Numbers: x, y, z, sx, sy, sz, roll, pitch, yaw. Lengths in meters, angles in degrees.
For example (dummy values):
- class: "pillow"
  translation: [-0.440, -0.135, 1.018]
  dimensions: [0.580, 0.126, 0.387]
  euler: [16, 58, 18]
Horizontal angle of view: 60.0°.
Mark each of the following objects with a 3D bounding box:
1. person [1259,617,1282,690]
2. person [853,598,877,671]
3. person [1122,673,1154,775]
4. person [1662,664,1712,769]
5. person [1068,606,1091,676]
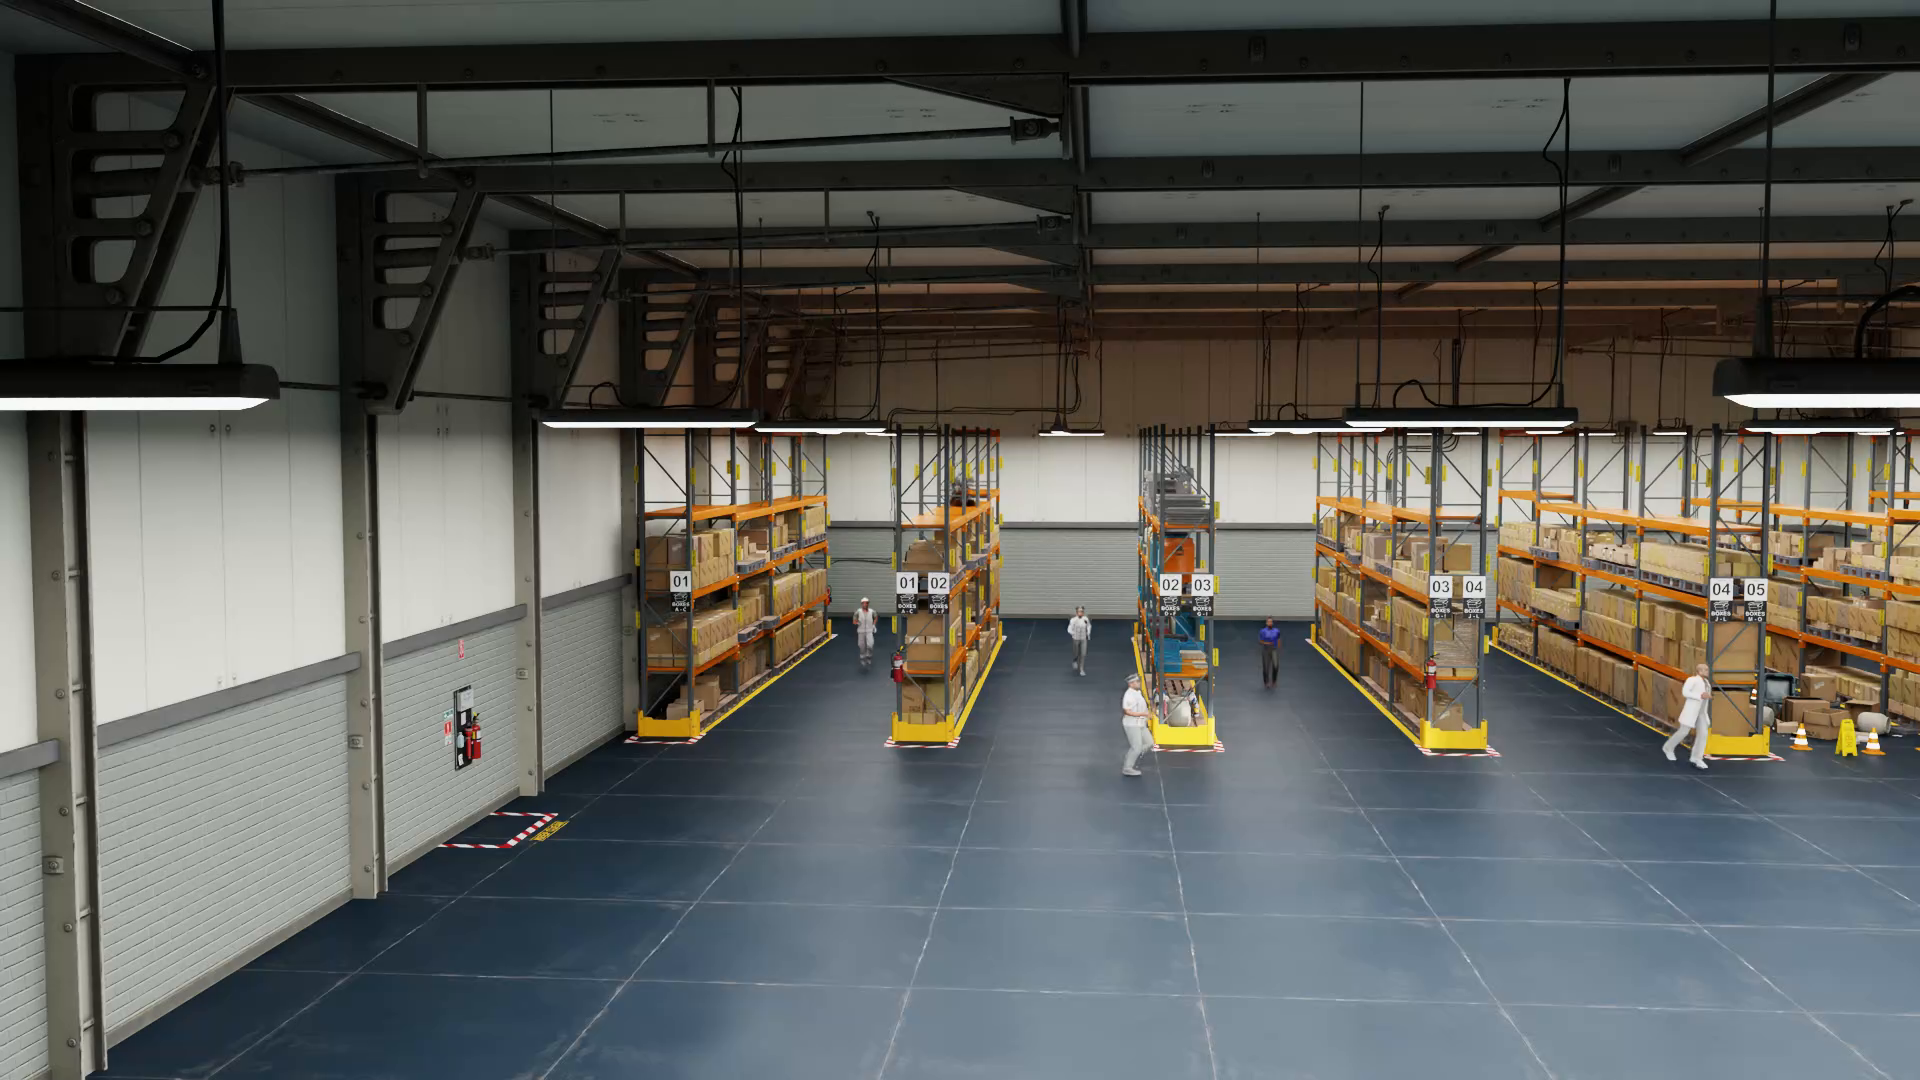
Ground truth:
- class: "person"
  translation: [7.085, 2.594, 37.902]
  dimensions: [0.544, 1.664, 0.688]
  euler: [0, 3, 2]
- class: "person"
  translation: [-2.342, 2.335, 41.192]
  dimensions: [0.608, 1.816, 0.747]
  euler: [0, 3, -4]
- class: "person"
  translation: [3.039, 3.125, 28.231]
  dimensions: [0.602, 1.744, 0.650]
  euler: [2, 4, 27]
- class: "person"
  translation: [12.962, 3.058, 29.281]
  dimensions: [0.714, 1.775, 0.967]
  euler: [-1, 4, -22]
- class: "person"
  translation: [2.911, 2.422, 40.423]
  dimensions: [0.600, 1.681, 0.892]
  euler: [0, 3, -4]
